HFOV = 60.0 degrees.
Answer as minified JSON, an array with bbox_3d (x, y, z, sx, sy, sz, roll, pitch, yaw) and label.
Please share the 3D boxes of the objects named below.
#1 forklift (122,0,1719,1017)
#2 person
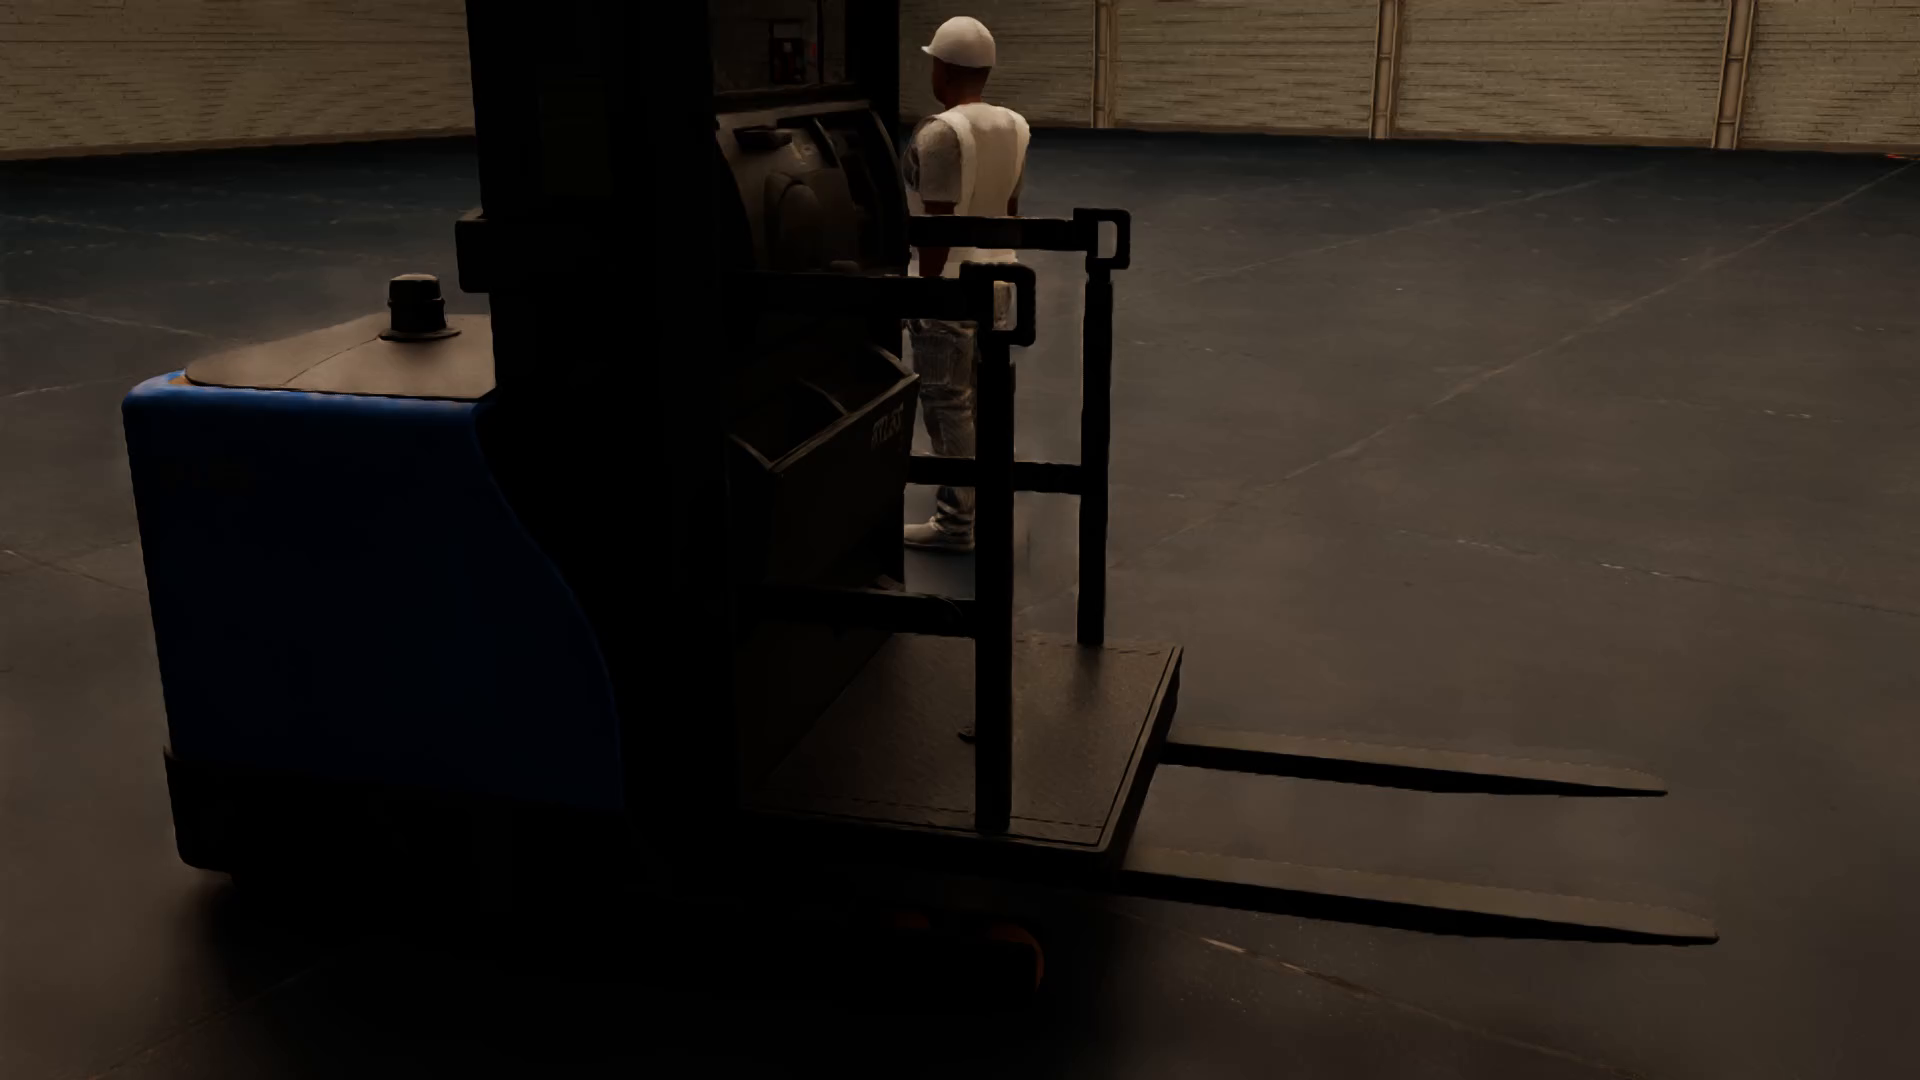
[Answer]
[{"bbox_3d":[-0.074,-0.702,3.181,3.031,2.935,1.130,4,17,14],"label":"forklift"},{"bbox_3d":[-0.012,-0.858,5.699,0.365,1.790,0.546,11,20,33],"label":"person"}]
